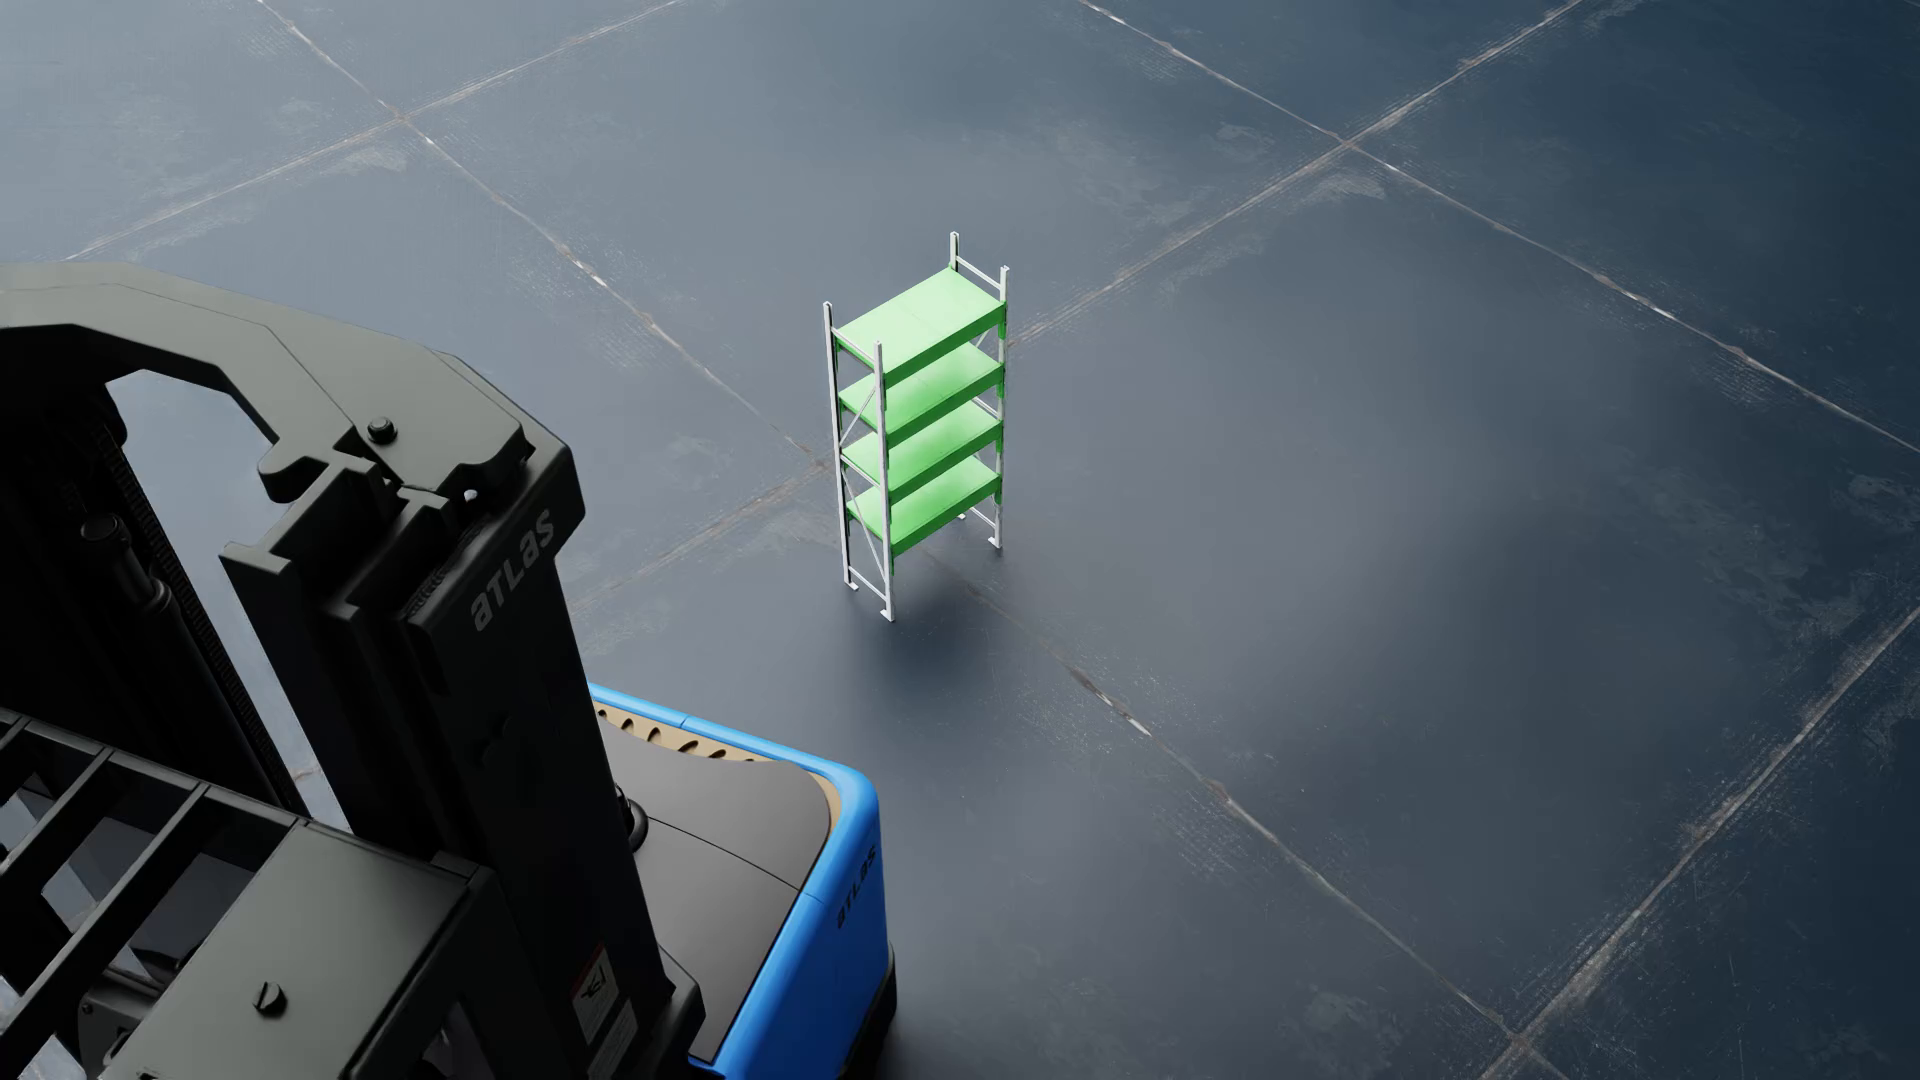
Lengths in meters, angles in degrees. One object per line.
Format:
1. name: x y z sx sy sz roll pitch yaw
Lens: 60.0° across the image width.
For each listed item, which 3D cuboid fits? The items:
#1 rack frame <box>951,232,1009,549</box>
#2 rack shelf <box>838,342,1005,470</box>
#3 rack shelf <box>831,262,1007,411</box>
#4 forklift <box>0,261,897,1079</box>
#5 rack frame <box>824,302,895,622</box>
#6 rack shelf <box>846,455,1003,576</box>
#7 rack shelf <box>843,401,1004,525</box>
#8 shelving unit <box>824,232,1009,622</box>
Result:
1. rack frame: 0.058 -0.446 5.345 0.015 1.200 0.240 -34 56 -27
2. rack shelf: -0.122 -0.444 5.104 0.480 0.148 0.258 -34 56 -27
3. rack shelf: -0.122 -0.607 4.928 0.480 0.148 0.258 -34 56 -27
4. forklift: -1.176 1.158 2.687 1.130 2.935 3.031 16 49 14
5. rack frame: -0.303 -0.204 5.122 0.015 1.200 0.240 -34 56 -27
6. rack shelf: -0.122 -0.119 5.457 0.480 0.148 0.258 -34 56 -27
7. rack shelf: -0.122 -0.282 5.280 0.480 0.148 0.258 -34 56 -27
8. shelving unit: -0.122 -0.325 5.234 0.503 1.200 0.258 -34 56 -27
